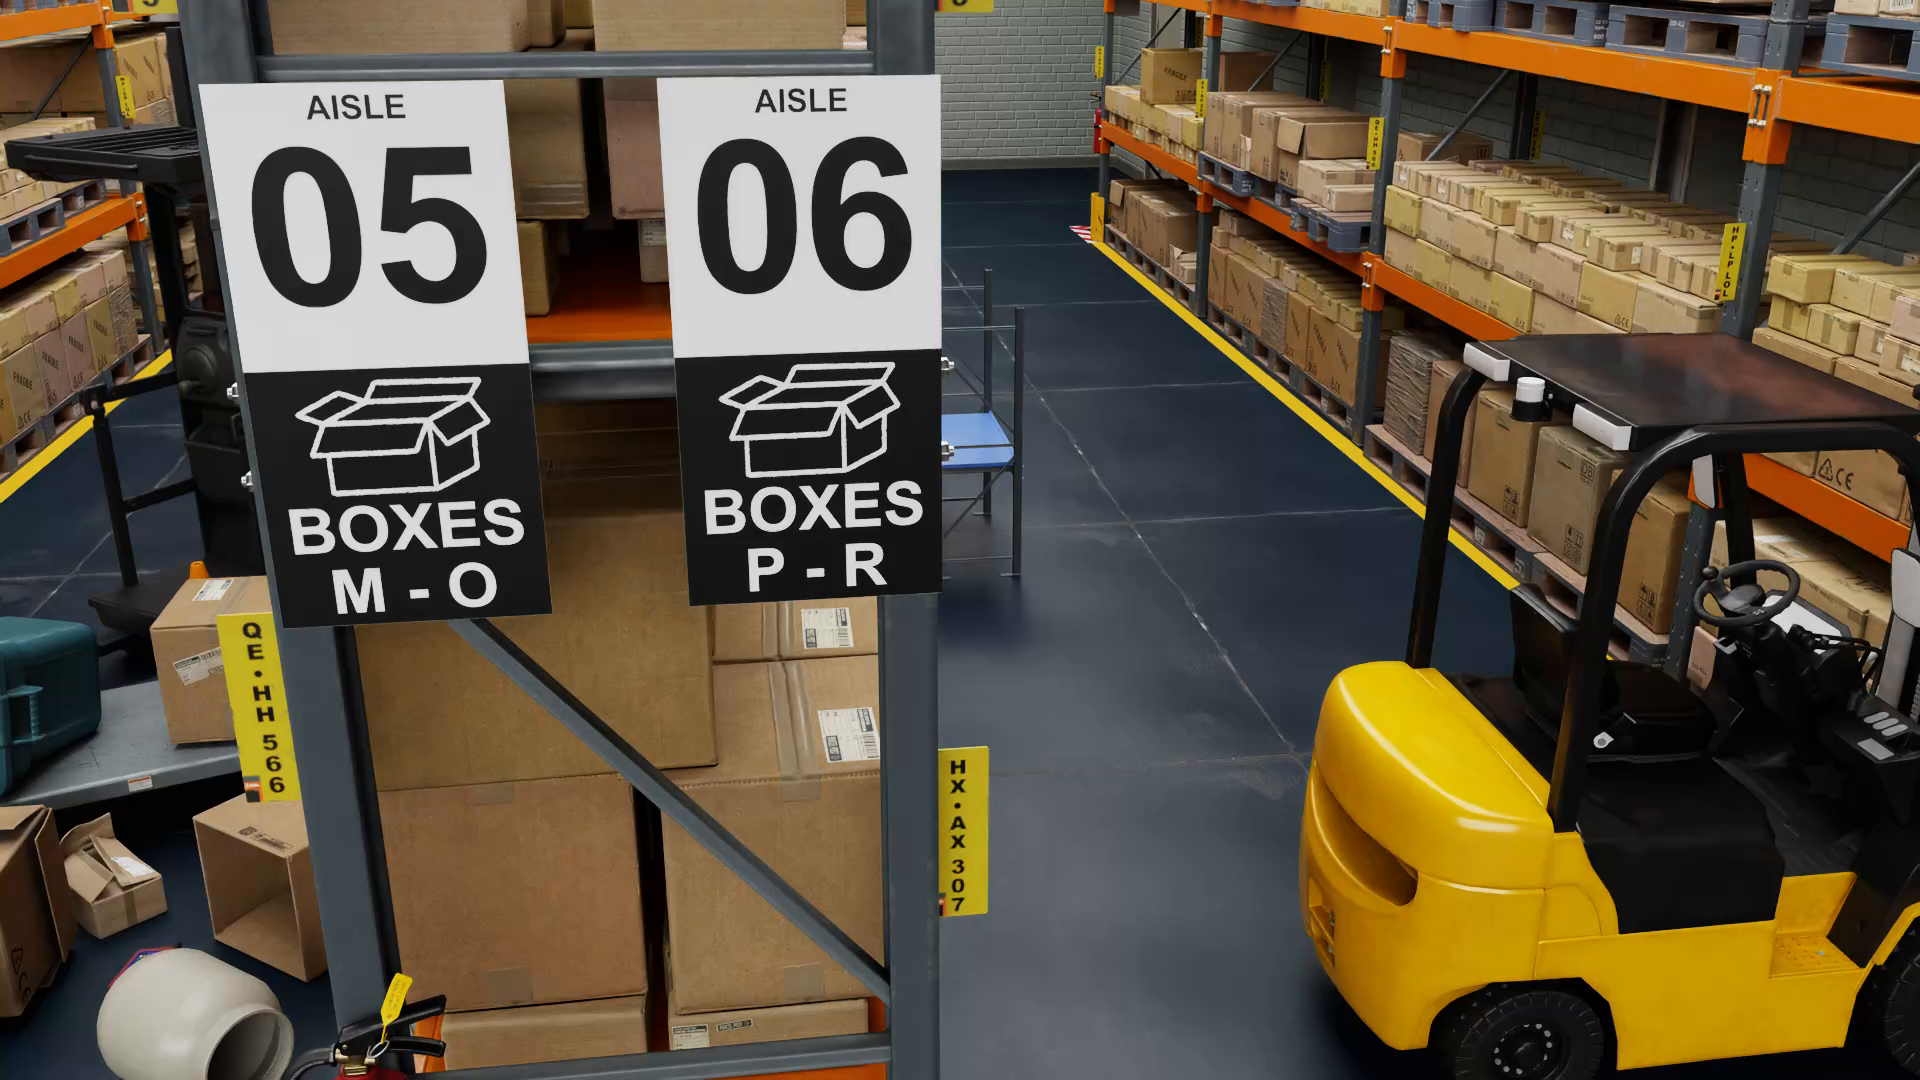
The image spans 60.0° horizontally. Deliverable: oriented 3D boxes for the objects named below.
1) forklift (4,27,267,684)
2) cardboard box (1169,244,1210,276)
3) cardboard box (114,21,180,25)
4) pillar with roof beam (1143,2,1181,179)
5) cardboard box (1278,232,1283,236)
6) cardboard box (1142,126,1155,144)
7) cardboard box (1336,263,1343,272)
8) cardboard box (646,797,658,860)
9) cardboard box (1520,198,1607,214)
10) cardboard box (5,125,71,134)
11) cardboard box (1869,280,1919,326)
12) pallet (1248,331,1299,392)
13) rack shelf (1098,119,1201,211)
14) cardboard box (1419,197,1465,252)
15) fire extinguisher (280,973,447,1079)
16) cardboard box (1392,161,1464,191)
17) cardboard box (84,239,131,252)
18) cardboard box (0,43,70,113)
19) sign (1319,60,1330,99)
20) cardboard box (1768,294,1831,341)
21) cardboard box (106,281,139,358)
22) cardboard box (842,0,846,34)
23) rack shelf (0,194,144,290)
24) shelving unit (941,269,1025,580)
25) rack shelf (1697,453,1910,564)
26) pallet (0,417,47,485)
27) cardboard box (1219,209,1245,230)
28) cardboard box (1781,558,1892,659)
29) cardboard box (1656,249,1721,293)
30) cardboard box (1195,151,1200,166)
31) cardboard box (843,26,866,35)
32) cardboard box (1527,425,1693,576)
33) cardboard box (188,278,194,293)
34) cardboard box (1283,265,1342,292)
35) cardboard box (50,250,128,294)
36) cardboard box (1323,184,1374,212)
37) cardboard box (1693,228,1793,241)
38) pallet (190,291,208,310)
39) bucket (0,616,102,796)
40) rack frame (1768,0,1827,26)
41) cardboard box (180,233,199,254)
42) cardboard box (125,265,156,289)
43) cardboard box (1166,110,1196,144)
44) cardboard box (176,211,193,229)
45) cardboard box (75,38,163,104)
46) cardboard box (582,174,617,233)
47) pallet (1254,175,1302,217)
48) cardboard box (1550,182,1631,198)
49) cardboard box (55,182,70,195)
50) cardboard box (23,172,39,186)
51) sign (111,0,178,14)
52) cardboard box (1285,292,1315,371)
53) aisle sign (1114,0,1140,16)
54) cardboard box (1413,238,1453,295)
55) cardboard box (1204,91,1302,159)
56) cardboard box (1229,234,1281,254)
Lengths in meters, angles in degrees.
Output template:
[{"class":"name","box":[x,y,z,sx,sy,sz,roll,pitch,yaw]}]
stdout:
[{"class":"forklift","box":[-3.477,-0.818,7.717,1.130,2.935,3.031,10,23,26]},{"class":"cardboard box","box":[2.221,-2.689,15.936,0.396,0.266,0.258,-2,21,-6]},{"class":"cardboard box","box":[-7.927,-4.806,16.299,0.500,0.500,0.500,-3,21,-8]},{"class":"pillar with roof beam","box":[-1.690,-8.428,19.421,9.100,9.000,0.400,-3,21,-8]},{"class":"cardboard box","box":[2.981,-2.688,14.671,0.380,0.149,0.250,-4,21,-10]},{"class":"cardboard box","box":[2.037,-4.072,16.691,0.380,0.149,0.250,-2,21,-7]},{"class":"cardboard box","box":[3.217,-2.153,13.238,0.380,0.149,0.250,-4,21,-10]},{"class":"cardboard box","box":[-0.957,0.401,3.786,0.500,0.500,0.500,-3,21,-8]},{"class":"cardboard box","box":[3.304,-1.780,9.126,0.380,0.149,0.250,-3,21,-8]},{"class":"cardboard box","box":[-6.826,-2.981,12.319,0.380,0.149,0.250,-4,21,-9]},{"class":"cardboard box","box":[3.721,-0.892,6.323,0.380,0.149,0.250,-3,21,-9]},{"class":"pallet","box":[2.977,-1.462,13.329,1.003,0.211,1.213,-3,21,-8]},{"class":"rack shelf","box":[2.355,-3.827,16.703,1.077,0.370,4.000,-3,21,-8]},{"class":"cardboard box","box":[3.113,-1.911,10.045,0.500,0.250,0.500,-2,21,-6]},{"class":"fire extinguisher","box":[-0.978,1.034,2.770,0.296,0.674,0.183,-3,21,-8]},{"class":"cardboard box","box":[2.974,-2.312,10.549,0.380,0.149,0.250,-2,21,-6]},{"class":"cardboard box","box":[-7.722,-2.633,15.102,0.380,0.149,0.250,-4,21,-10]},{"class":"cardboard box","box":[-7.487,-3.739,13.442,0.500,0.500,0.500,-4,21,-10]},{"class":"sign","box":[3.192,-4.043,14.599,0.100,0.325,0.005,-3,21,-8]},{"class":"cardboard box","box":[3.582,-0.928,6.845,0.380,0.149,0.250,-3,21,-9]},{"class":"cardboard box","box":[-6.796,-1.717,12.999,0.500,0.500,0.500,-3,21,-9]},{"class":"cardboard box","box":[-0.415,-1.035,3.133,0.380,0.149,0.250,-3,21,-8]},{"class":"rack shelf","box":[-6.864,-1.905,11.559,1.077,0.370,4.000,-3,21,-8]},{"class":"shelving unit","box":[0.012,-0.673,9.375,0.538,1.500,1.048,-3,21,-8]},{"class":"rack shelf","box":[4.085,0.328,5.579,1.077,0.370,4.000,-3,21,-8]},{"class":"pallet","box":[-6.687,-0.514,10.792,1.003,0.211,1.213,-3,21,-8]},{"class":"cardboard box","box":[2.491,-2.806,14.561,0.380,0.149,0.250,-3,21,-9]},{"class":"cardboard box","box":[3.619,0.282,6.573,0.500,0.250,0.500,-3,21,-8]},{"class":"cardboard box","box":[3.472,-1.248,7.699,0.380,0.149,0.250,-3,21,-9]},{"class":"cardboard box","box":[2.347,-3.451,15.028,0.380,0.149,0.250,-3,21,-7]},{"class":"cardboard box","box":[-0.410,-0.901,3.345,0.500,0.250,0.500,-3,21,-9]},{"class":"cardboard box","box":[3.606,-0.235,8.851,0.875,0.625,0.625,-3,21,-8]},{"class":"cardboard box","box":[-7.172,-2.291,15.037,0.380,0.149,0.250,-4,21,-10]},{"class":"cardboard box","box":[2.734,-2.035,12.922,0.380,0.149,0.250,-4,21,-10]},{"class":"cardboard box","box":[-6.794,-2.067,12.863,0.500,0.250,0.500,-3,21,-9]},{"class":"cardboard box","box":[2.745,-2.373,11.543,0.380,0.149,0.250,-3,21,-7]},{"class":"cardboard box","box":[3.879,-1.454,8.252,0.380,0.149,0.250,-3,21,-8]},{"class":"pallet","box":[-7.463,-2.283,15.526,1.003,0.211,1.213,-3,21,-8]},{"class":"bucket","box":[-3.698,0.587,6.363,0.726,0.611,0.620,4,11,11]},{"class":"rack frame","box":[3.796,-3.512,6.257,1.000,3.000,0.127,-3,21,-8]},{"class":"cardboard box","box":[-7.197,-2.747,15.408,0.380,0.149,0.250,-3,21,-7]},{"class":"cardboard box","box":[-6.997,-2.205,13.956,0.380,0.149,0.250,-2,21,-6]},{"class":"cardboard box","box":[2.241,-3.877,15.599,0.500,0.250,0.500,-3,21,-8]},{"class":"cardboard box","box":[-7.831,-3.172,16.545,0.380,0.149,0.250,-3,21,-7]},{"class":"cardboard box","box":[-7.066,-3.937,13.972,0.500,0.500,0.500,-4,21,-9]},{"class":"cardboard box","box":[-0.910,-0.731,3.458,0.380,0.149,0.250,-3,21,-7]},{"class":"pallet","box":[2.935,-2.669,12.851,1.003,0.211,1.213,-3,21,-8]},{"class":"cardboard box","box":[3.657,-1.981,9.663,0.380,0.149,0.250,-3,21,-8]},{"class":"cardboard box","box":[-6.791,-2.623,12.212,0.380,0.149,0.250,-4,21,-11]},{"class":"cardboard box","box":[-6.706,-2.569,11.642,0.380,0.149,0.250,-3,21,-8]},{"class":"sign","box":[-1.091,-0.864,2.189,0.100,0.325,0.005,-3,21,-8]},{"class":"cardboard box","box":[2.806,-1.602,12.692,0.500,0.500,0.500,-2,21,-5]},{"class":"aisle sign","box":[1.766,-6.083,18.000,0.394,0.787,0.004,-3,21,-8]},{"class":"cardboard box","box":[3.109,-1.676,10.130,0.500,0.250,0.500,-3,21,-9]},{"class":"cardboard box","box":[2.491,-3.536,14.153,0.700,0.500,0.500,-2,21,-6]},{"class":"cardboard box","box":[2.548,-2.571,14.359,0.380,0.149,0.250,-3,21,-9]}]
